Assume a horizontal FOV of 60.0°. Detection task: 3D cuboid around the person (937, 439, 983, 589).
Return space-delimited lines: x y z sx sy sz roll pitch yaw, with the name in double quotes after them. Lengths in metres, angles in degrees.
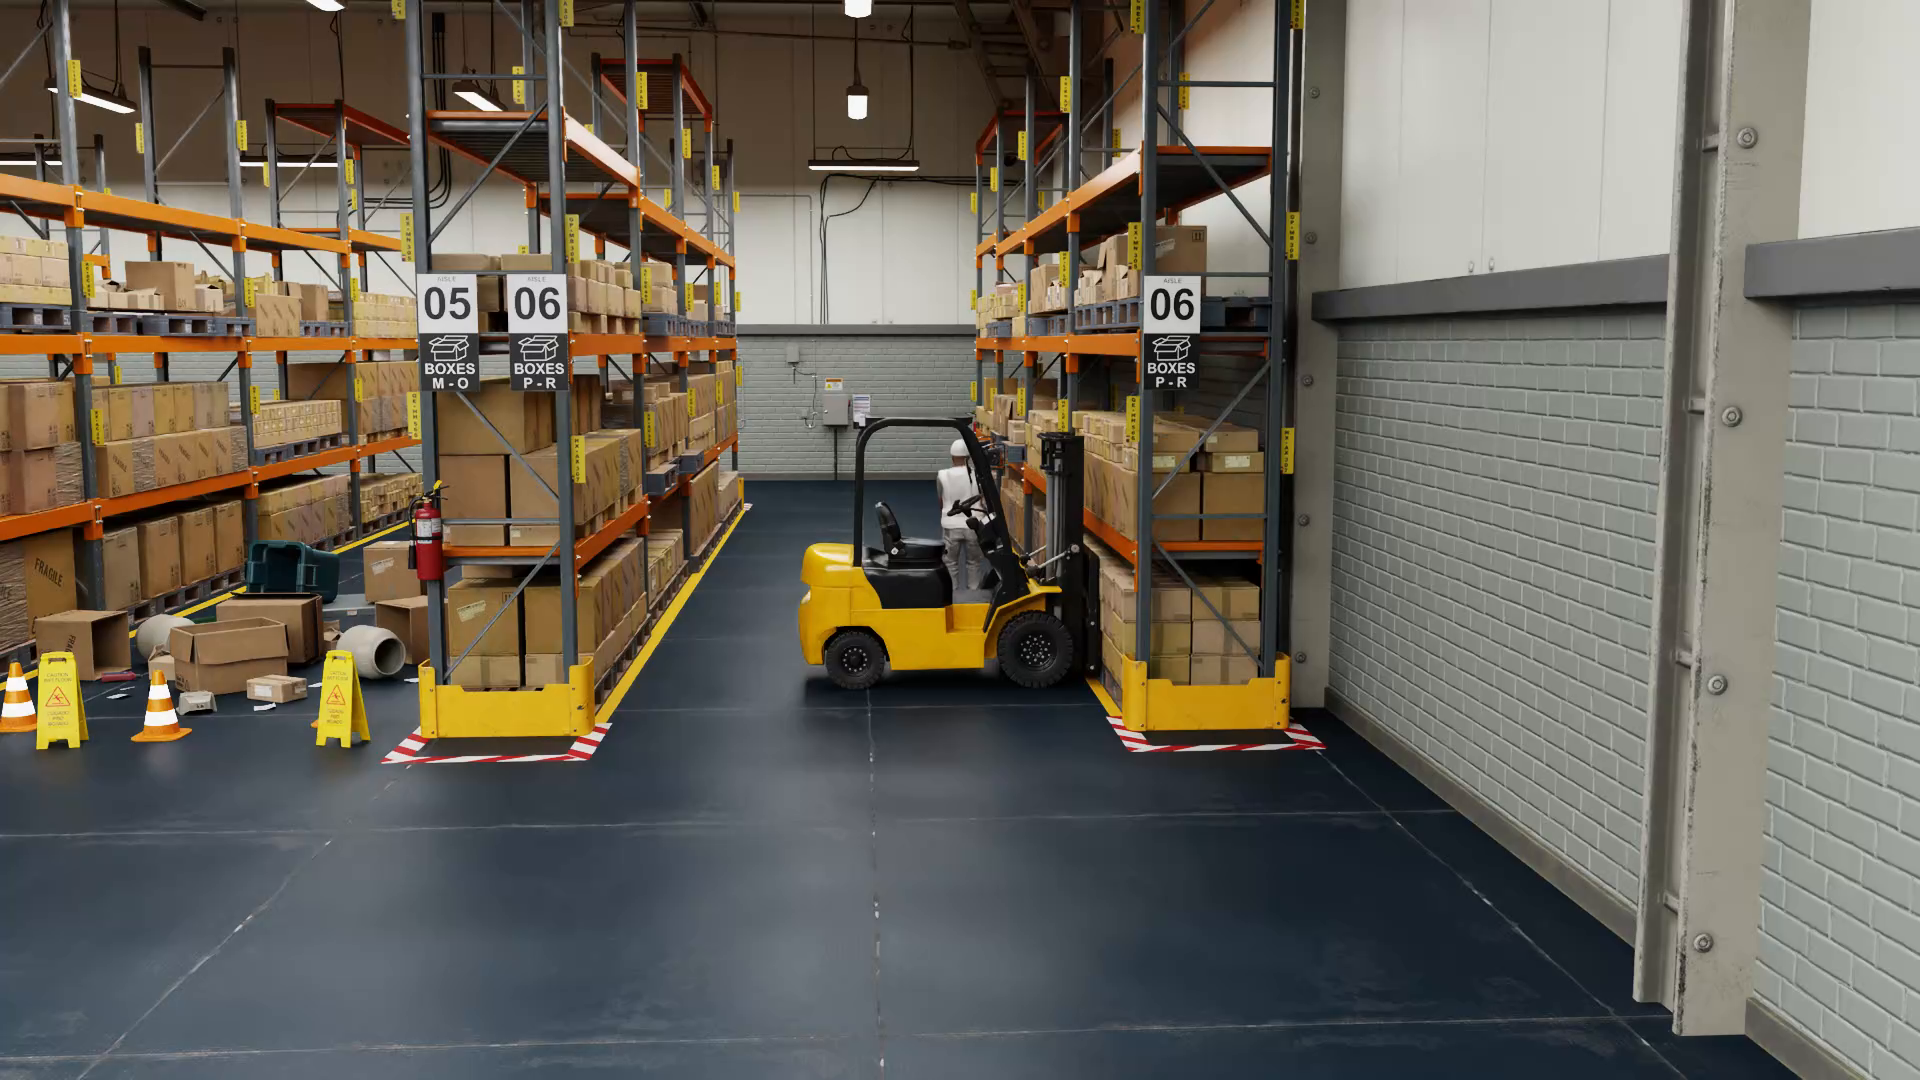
0.004 -0.130 16.745 0.490 1.782 0.578 0 7 -4 "person"
